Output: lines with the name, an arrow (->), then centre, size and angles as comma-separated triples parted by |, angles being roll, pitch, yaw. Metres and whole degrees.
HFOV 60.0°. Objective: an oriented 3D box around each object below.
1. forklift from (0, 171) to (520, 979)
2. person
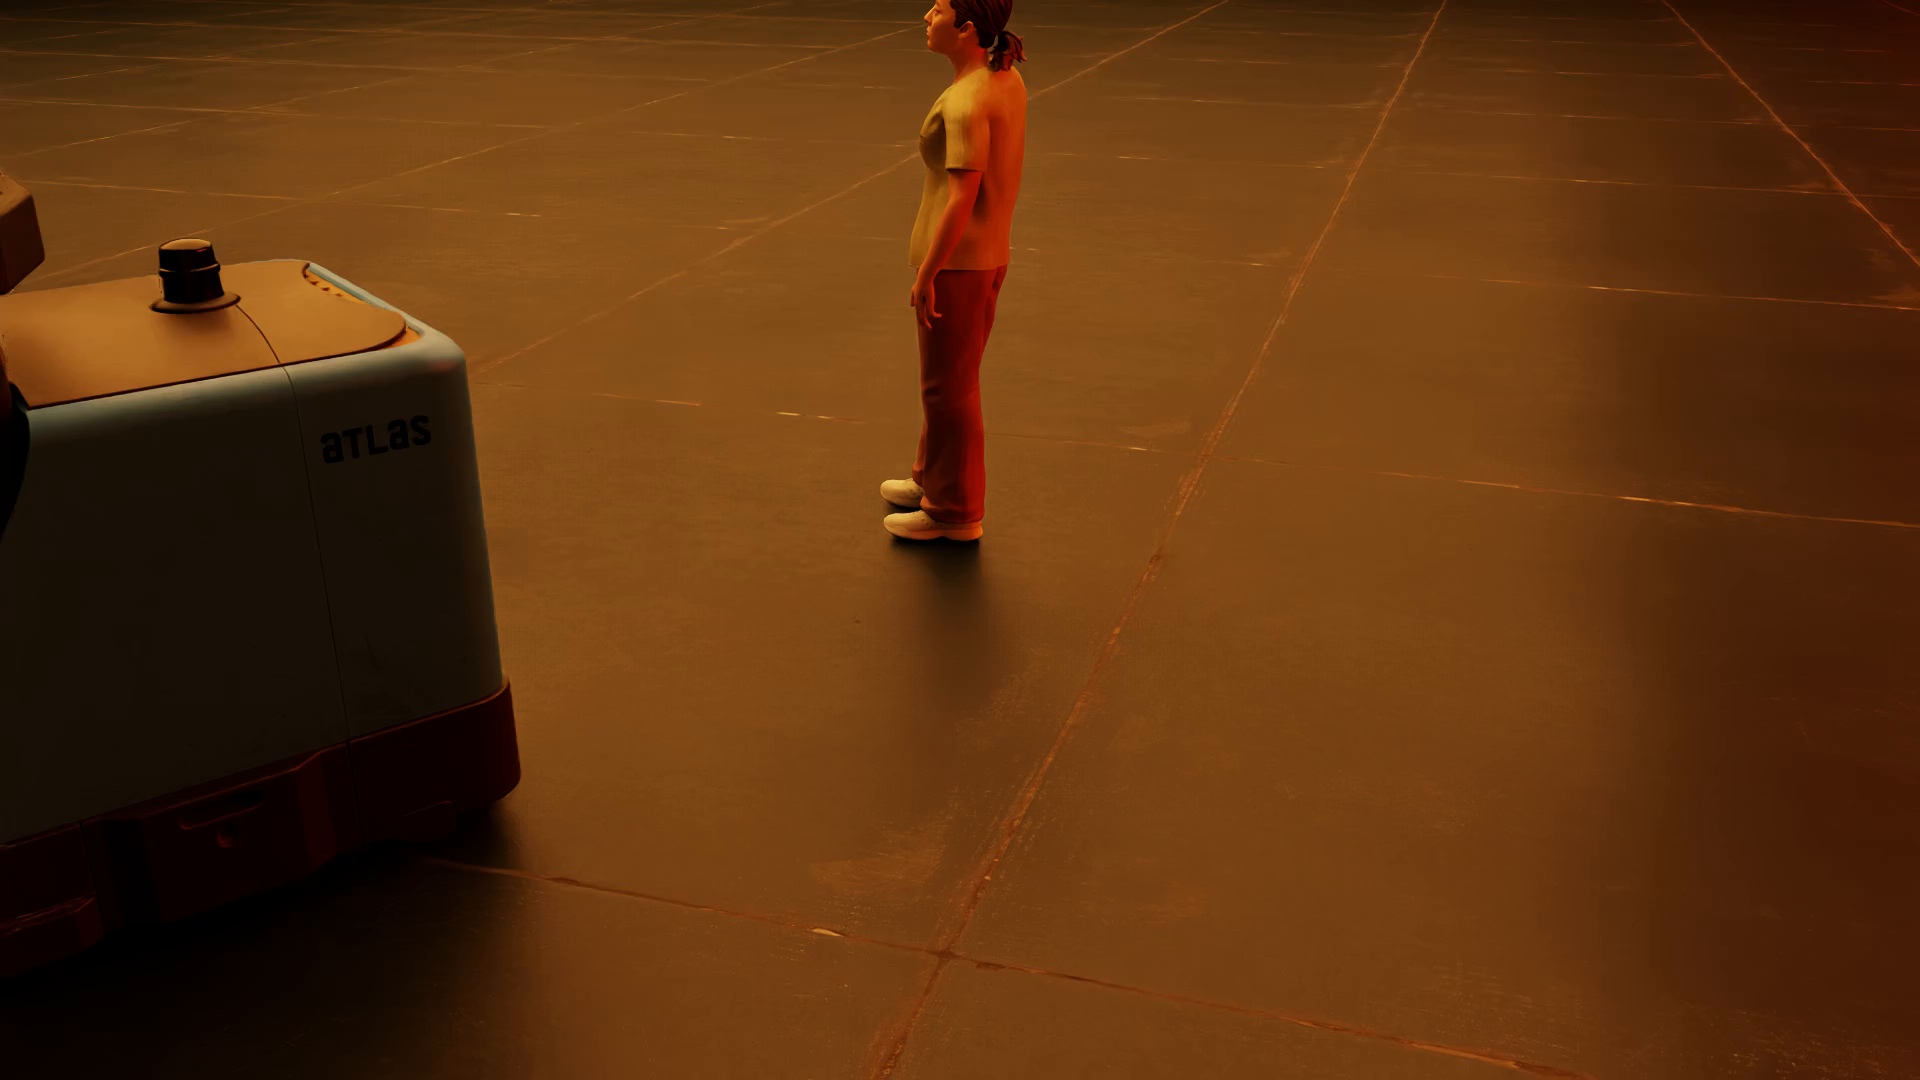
forklift -> -2.443, -0.554, 2.622 | 3.031, 2.935, 1.130 | -16, 28, -34
person -> -0.067, -0.794, 4.829 | 0.548, 1.673, 0.553 | 7, 23, 16
